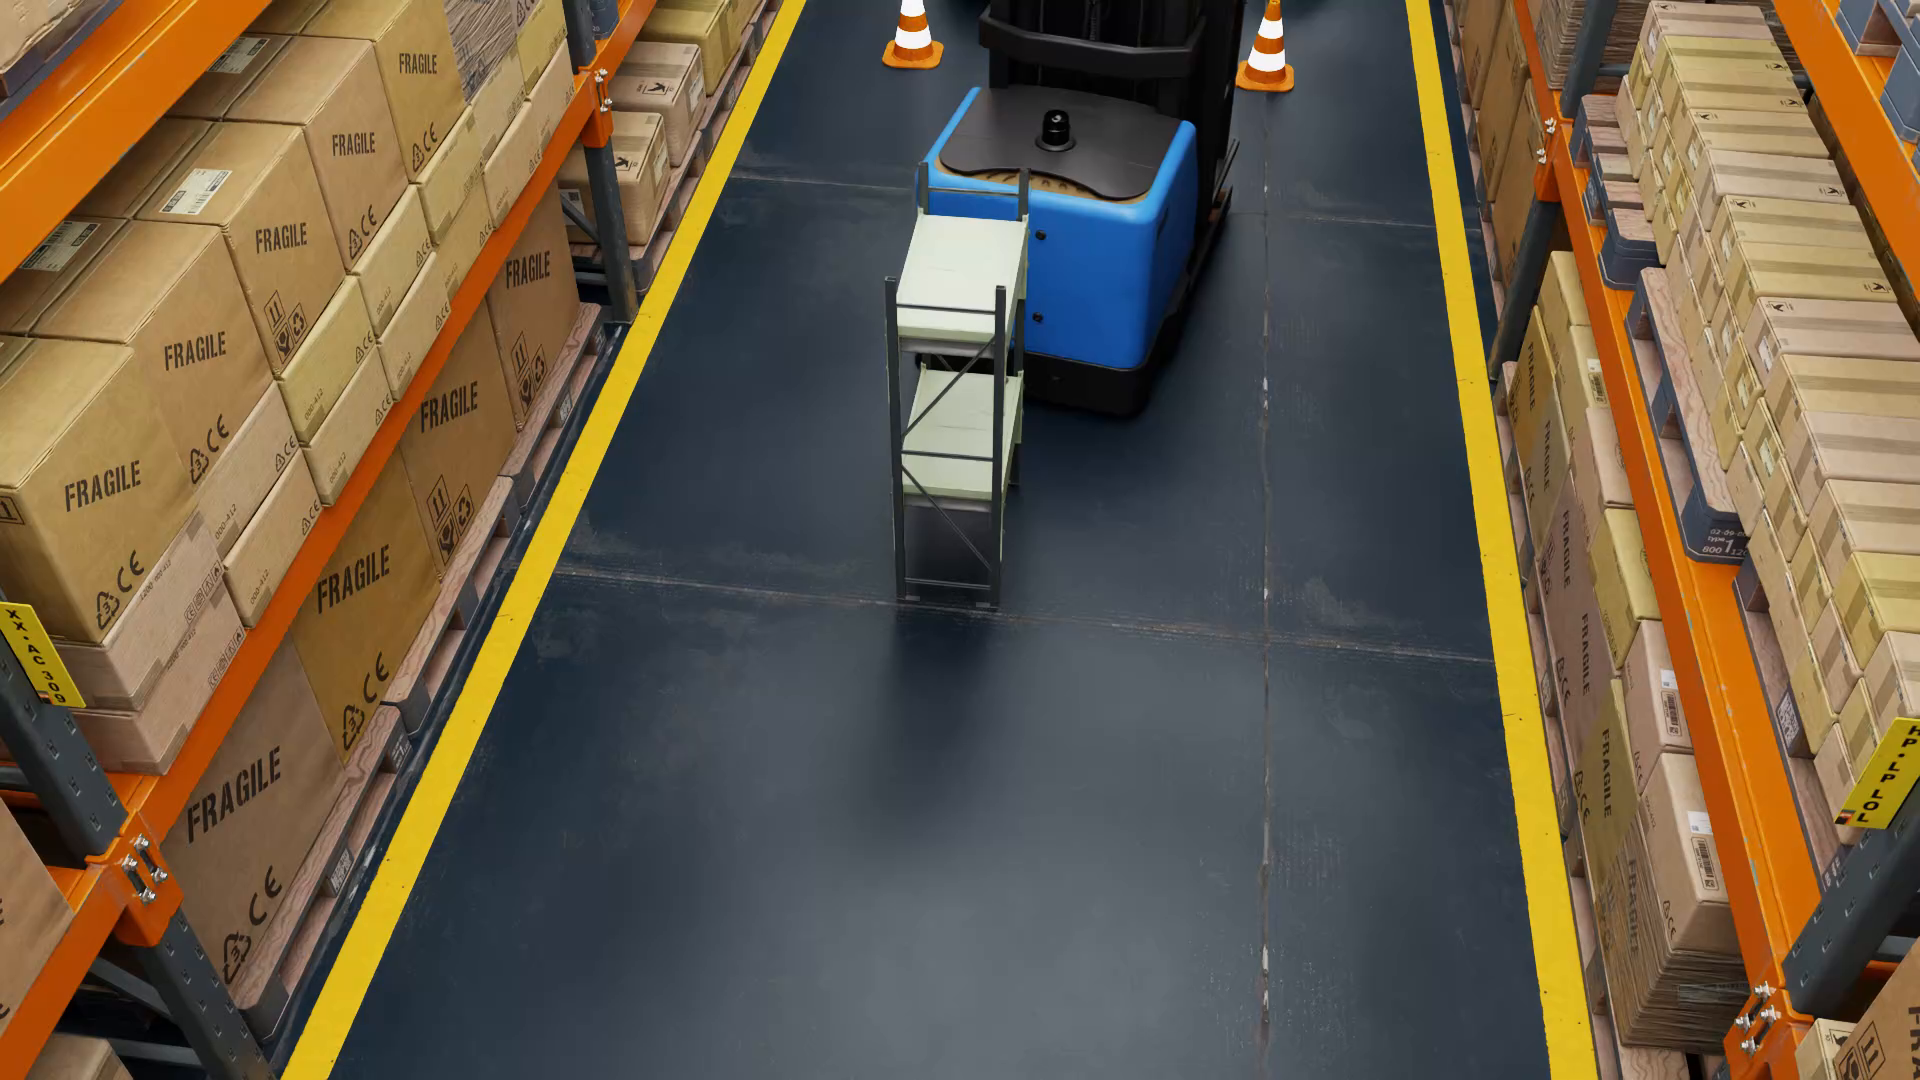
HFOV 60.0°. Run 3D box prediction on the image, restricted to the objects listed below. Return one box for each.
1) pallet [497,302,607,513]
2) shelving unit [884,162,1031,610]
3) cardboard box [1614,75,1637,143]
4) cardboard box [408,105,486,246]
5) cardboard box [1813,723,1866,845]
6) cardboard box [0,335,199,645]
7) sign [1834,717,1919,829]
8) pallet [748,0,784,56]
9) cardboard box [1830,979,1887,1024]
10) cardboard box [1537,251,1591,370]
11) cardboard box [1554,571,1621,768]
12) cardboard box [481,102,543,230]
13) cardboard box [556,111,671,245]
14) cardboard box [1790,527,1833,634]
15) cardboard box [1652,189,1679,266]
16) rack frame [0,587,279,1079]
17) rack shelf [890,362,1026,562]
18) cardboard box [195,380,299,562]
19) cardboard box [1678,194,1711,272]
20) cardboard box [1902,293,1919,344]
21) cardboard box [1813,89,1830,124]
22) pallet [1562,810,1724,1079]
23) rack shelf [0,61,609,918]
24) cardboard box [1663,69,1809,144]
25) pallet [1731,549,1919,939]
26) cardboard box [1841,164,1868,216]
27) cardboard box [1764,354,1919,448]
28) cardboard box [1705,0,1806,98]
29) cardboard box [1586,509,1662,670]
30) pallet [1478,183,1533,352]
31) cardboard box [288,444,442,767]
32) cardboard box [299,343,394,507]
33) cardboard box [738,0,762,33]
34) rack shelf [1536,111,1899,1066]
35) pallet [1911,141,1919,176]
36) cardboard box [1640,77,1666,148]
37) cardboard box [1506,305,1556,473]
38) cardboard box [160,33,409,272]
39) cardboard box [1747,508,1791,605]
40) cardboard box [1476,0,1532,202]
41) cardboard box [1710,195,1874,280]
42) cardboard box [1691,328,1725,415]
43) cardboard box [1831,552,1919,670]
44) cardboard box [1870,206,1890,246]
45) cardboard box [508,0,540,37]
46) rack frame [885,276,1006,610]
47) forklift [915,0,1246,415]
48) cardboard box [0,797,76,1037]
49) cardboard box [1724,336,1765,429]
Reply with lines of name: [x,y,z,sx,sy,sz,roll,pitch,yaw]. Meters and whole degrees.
pallet: [-2.206,-0.637,7.270,1.003,0.211,1.213,5,44,6]
shelving unit: [0.001,-0.549,6.239,0.431,1.500,0.755,5,44,6]
cardboard box: [2.634,-1.574,6.108,0.380,0.149,0.250,5,44,5]
cardboard box: [-1.951,-1.254,5.638,0.500,0.250,0.500,4,44,4]
cardboard box: [2.220,0.577,3.836,0.380,0.149,0.250,4,44,5]
cardboard box: [-2.213,-0.127,3.903,0.500,0.500,0.500,6,44,6]
sign: [1.813,0.458,3.242,0.100,0.325,0.005,5,44,6]
pallet: [-1.600,-3.363,10.148,1.003,0.211,1.213,5,44,6]
cardboard box: [2.725,1.202,4.811,0.500,0.500,0.500,7,44,7]
cardboard box: [2.562,-0.869,6.453,0.500,0.250,0.500,3,44,4]
cardboard box: [2.352,0.456,5.600,0.500,0.500,0.500,4,44,5]
cardboard box: [-1.889,-1.408,6.165,0.500,0.250,0.500,6,44,6]
cardboard box: [-1.943,-1.763,8.036,0.950,0.372,0.625,3,43,3]
cardboard box: [2.290,0.120,4.103,0.380,0.149,0.250,7,44,7]
cardboard box: [2.529,-1.023,5.526,0.380,0.149,0.250,7,44,7]
rack frame: [-2.559,0.545,3.992,0.949,2.616,0.053,5,44,6]
rack shelf: [0.001,-0.312,6.463,0.431,0.370,0.720,5,44,6]
cardboard box: [-2.177,-0.214,4.539,0.500,0.250,0.500,6,44,6]
cardboard box: [2.497,-0.949,5.231,0.380,0.149,0.250,5,44,6]
cardboard box: [3.108,-0.609,5.089,0.380,0.149,0.250,6,44,7]
cardboard box: [3.279,-1.591,5.909,0.380,0.149,0.250,6,44,6]
pallet: [2.465,1.409,5.109,1.003,0.211,1.213,5,44,6]
rack shelf: [-2.292,-0.556,5.679,1.077,0.370,4.000,5,44,6]
cardboard box: [2.570,-1.429,5.522,0.380,0.149,0.250,5,44,5]
pallet: [2.609,0.489,4.192,1.003,0.211,1.213,5,44,6]
cardboard box: [3.215,-1.138,5.648,0.380,0.149,0.250,6,44,6]
cardboard box: [2.365,-0.347,4.380,0.380,0.149,0.250,4,44,4]
cardboard box: [3.220,-2.117,6.732,0.500,0.500,0.500,6,44,6]
cardboard box: [2.349,0.168,5.358,0.500,0.250,0.500,3,44,4]
pallet: [3.072,-1.317,7.988,1.003,0.211,1.213,5,44,6]
cardboard box: [-2.442,0.119,5.683,0.875,0.875,0.875,6,44,7]
cardboard box: [-2.086,-0.376,5.075,0.500,0.250,0.500,5,44,5]
cardboard box: [-1.657,-3.257,9.614,0.950,0.372,0.625,8,44,8]
rack shelf: [2.628,-0.175,5.276,1.077,0.370,4.000,5,44,6]
pallet: [2.551,-0.505,3.057,1.213,0.211,1.003,5,44,6]
cardboard box: [2.596,-1.472,5.784,0.380,0.149,0.250,7,44,8]
cardboard box: [2.547,-0.585,6.699,0.500,0.500,0.500,4,44,4]
cardboard box: [-2.042,-1.171,5.005,0.500,0.500,0.500,5,44,5]
cardboard box: [2.322,0.059,4.383,0.380,0.149,0.250,3,44,3]
cardboard box: [3.175,-2.138,8.157,1.050,0.750,0.750,6,44,6]
cardboard box: [2.468,-0.883,4.946,0.380,0.149,0.250,6,44,7]
cardboard box: [2.425,-0.493,4.966,0.380,0.149,0.250,4,44,4]
cardboard box: [2.258,0.175,3.828,0.380,0.149,0.250,4,44,4]
cardboard box: [3.179,-1.058,5.347,0.380,0.149,0.250,5,44,6]
cardboard box: [-1.836,-2.204,6.096,0.500,0.500,0.500,4,44,4]
rack frame: [-0.048,-0.300,5.976,0.400,1.500,0.023,5,44,6]
forklift: [0.746,-2.638,7.404,1.130,2.935,3.031,13,45,13]
cardboard box: [-2.364,0.849,3.599,0.500,0.500,0.500,6,44,6]
cardboard box: [2.392,-0.430,4.684,0.380,0.149,0.250,5,44,6]
